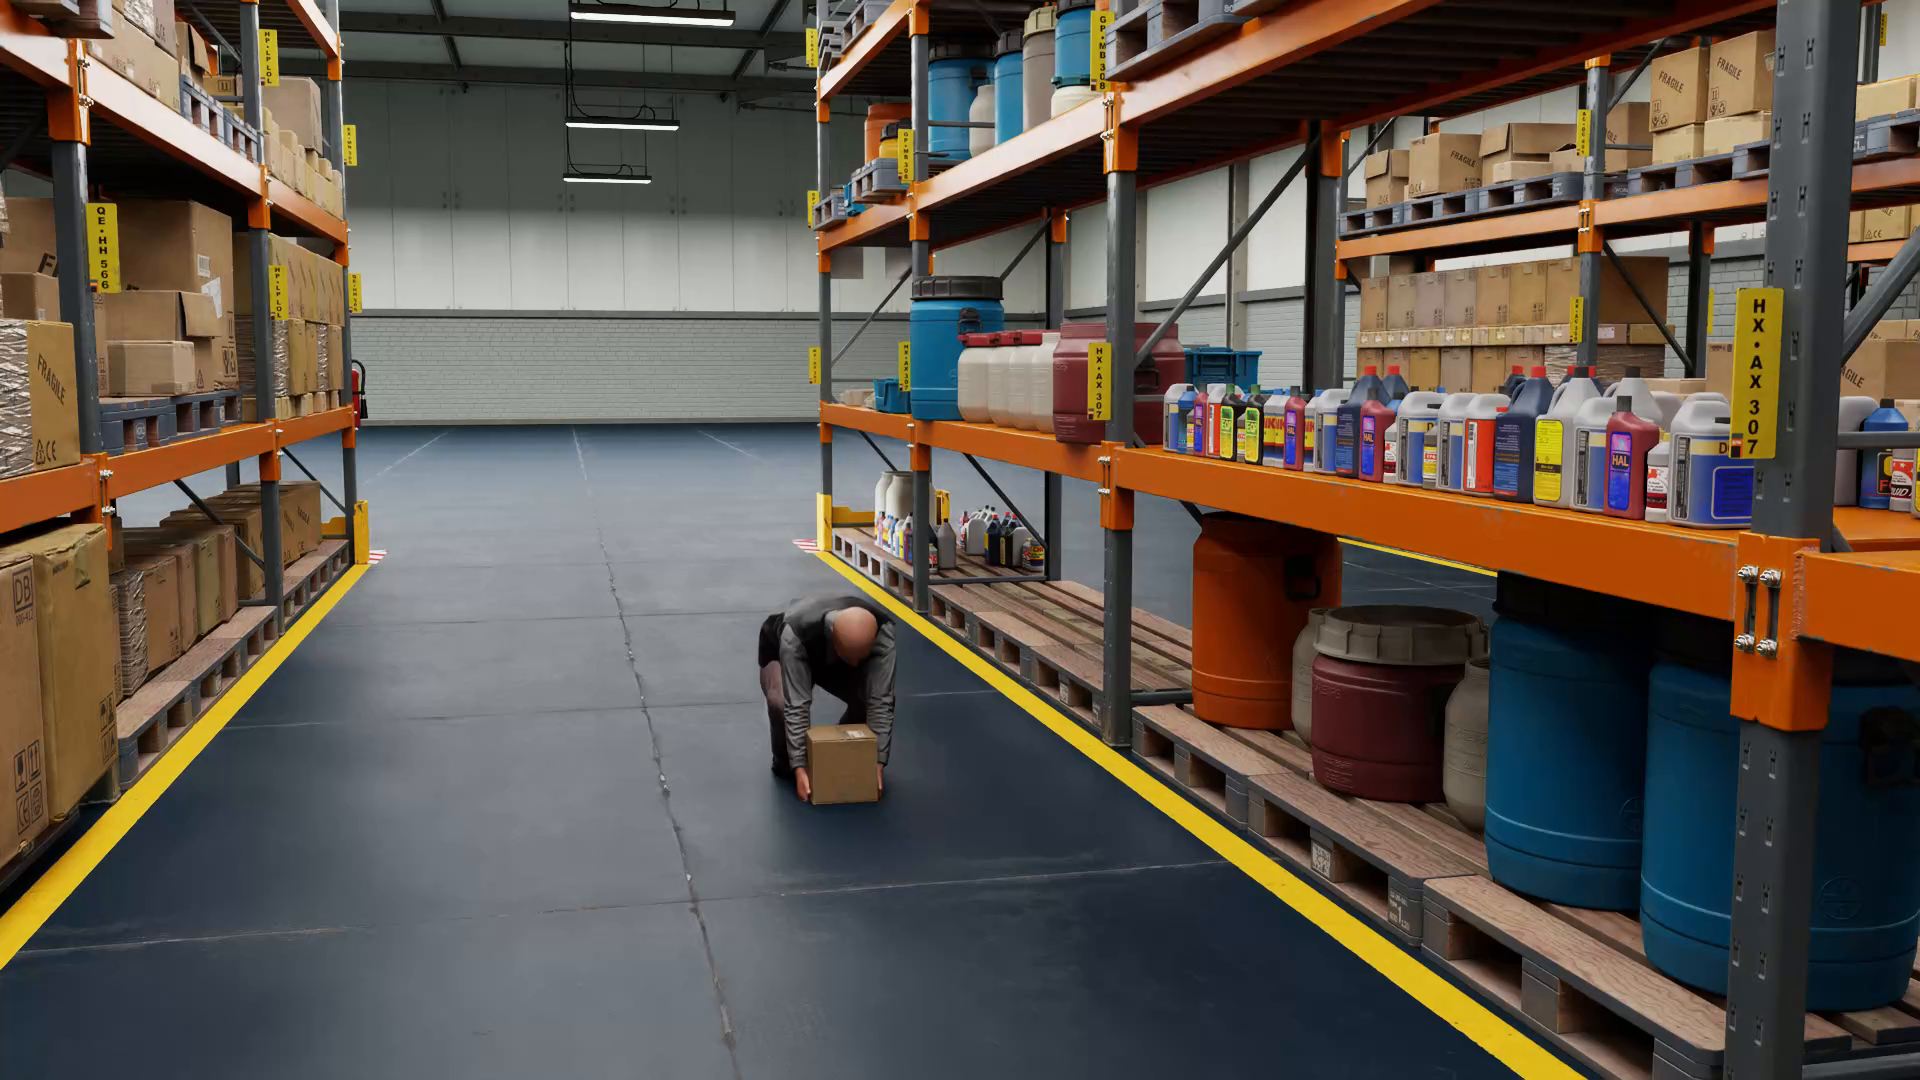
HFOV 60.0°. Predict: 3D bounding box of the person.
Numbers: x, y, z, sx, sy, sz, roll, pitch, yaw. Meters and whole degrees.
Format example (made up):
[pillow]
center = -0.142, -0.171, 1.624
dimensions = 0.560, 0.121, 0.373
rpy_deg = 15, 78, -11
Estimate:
[person]
center = -0.528, 0.608, 6.684
dimensions = 0.516, 0.815, 0.924
rpy_deg = -2, 6, -15
